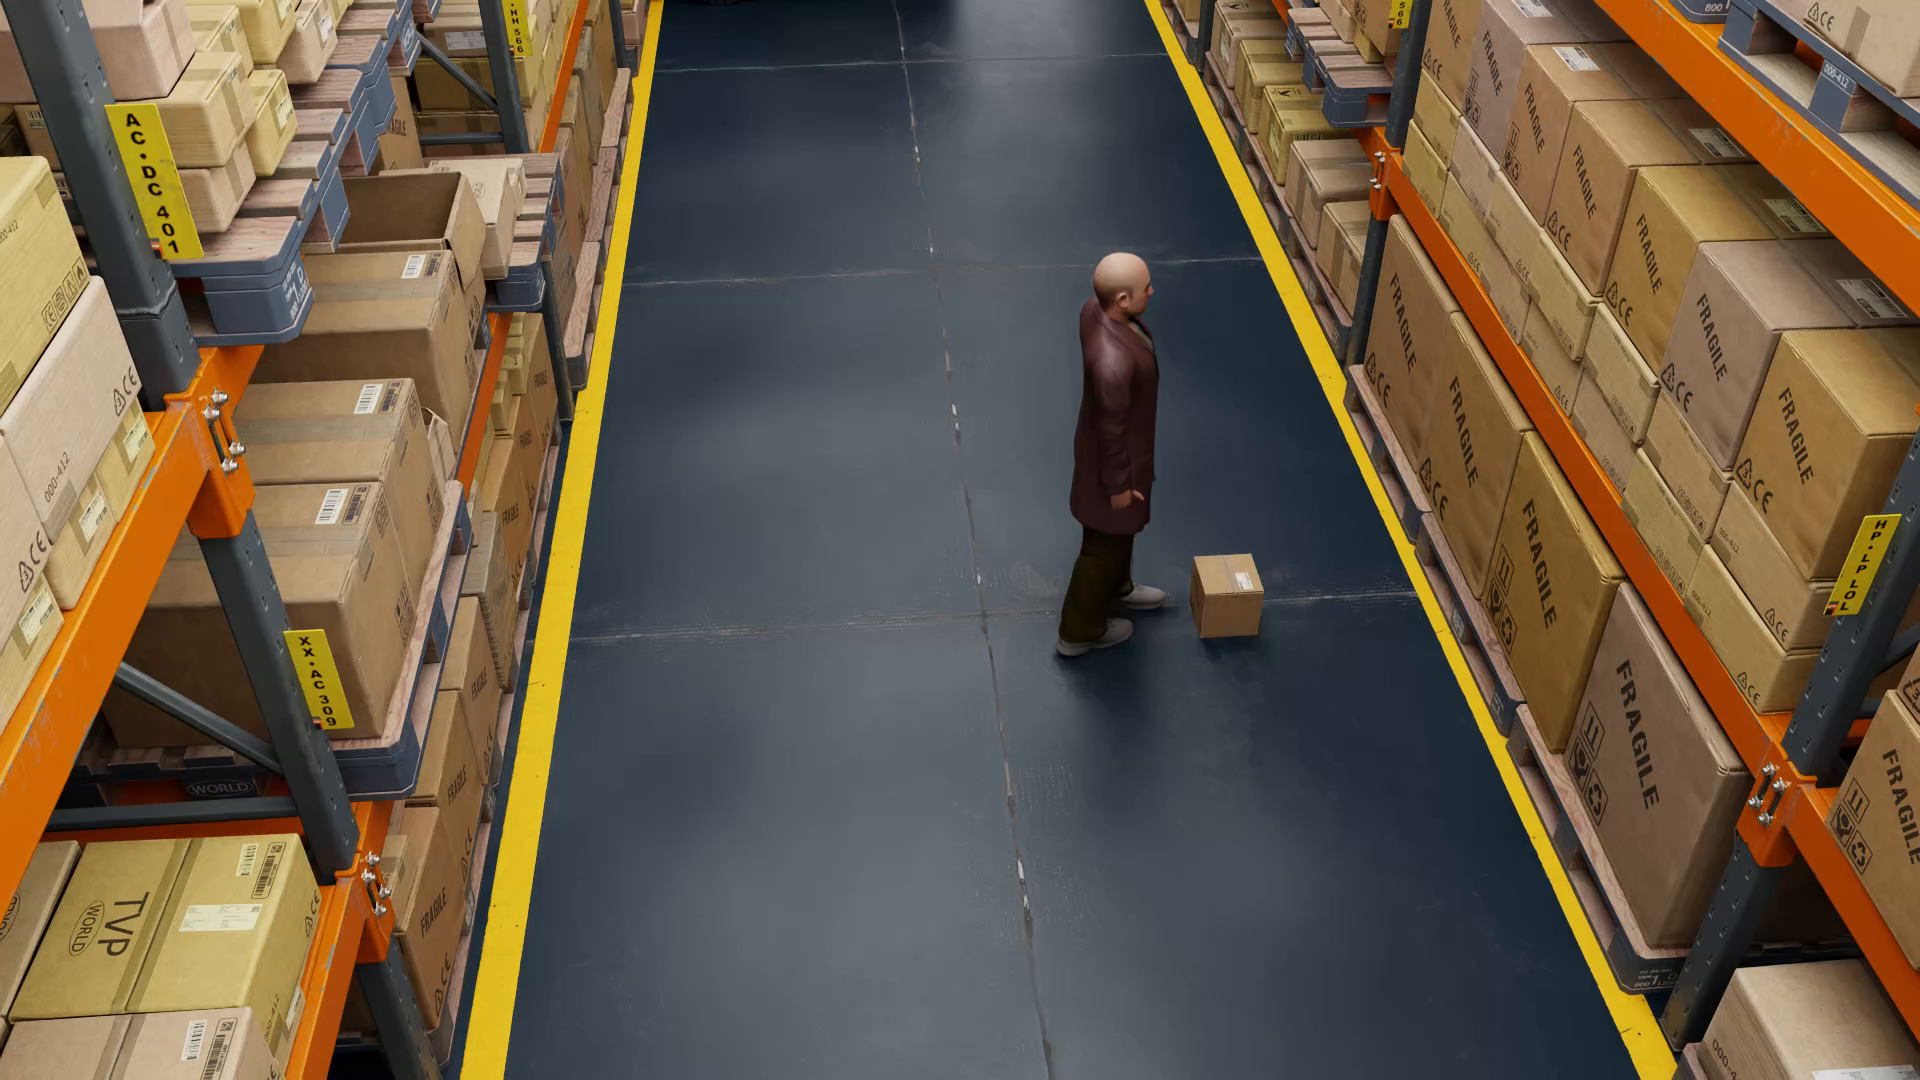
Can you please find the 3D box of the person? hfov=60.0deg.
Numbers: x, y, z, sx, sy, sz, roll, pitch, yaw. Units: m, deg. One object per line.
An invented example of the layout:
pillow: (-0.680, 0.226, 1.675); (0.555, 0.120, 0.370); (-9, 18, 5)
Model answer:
person: (0.621, -0.316, 6.634); (0.390, 1.699, 0.575); (-3, 39, -3)
